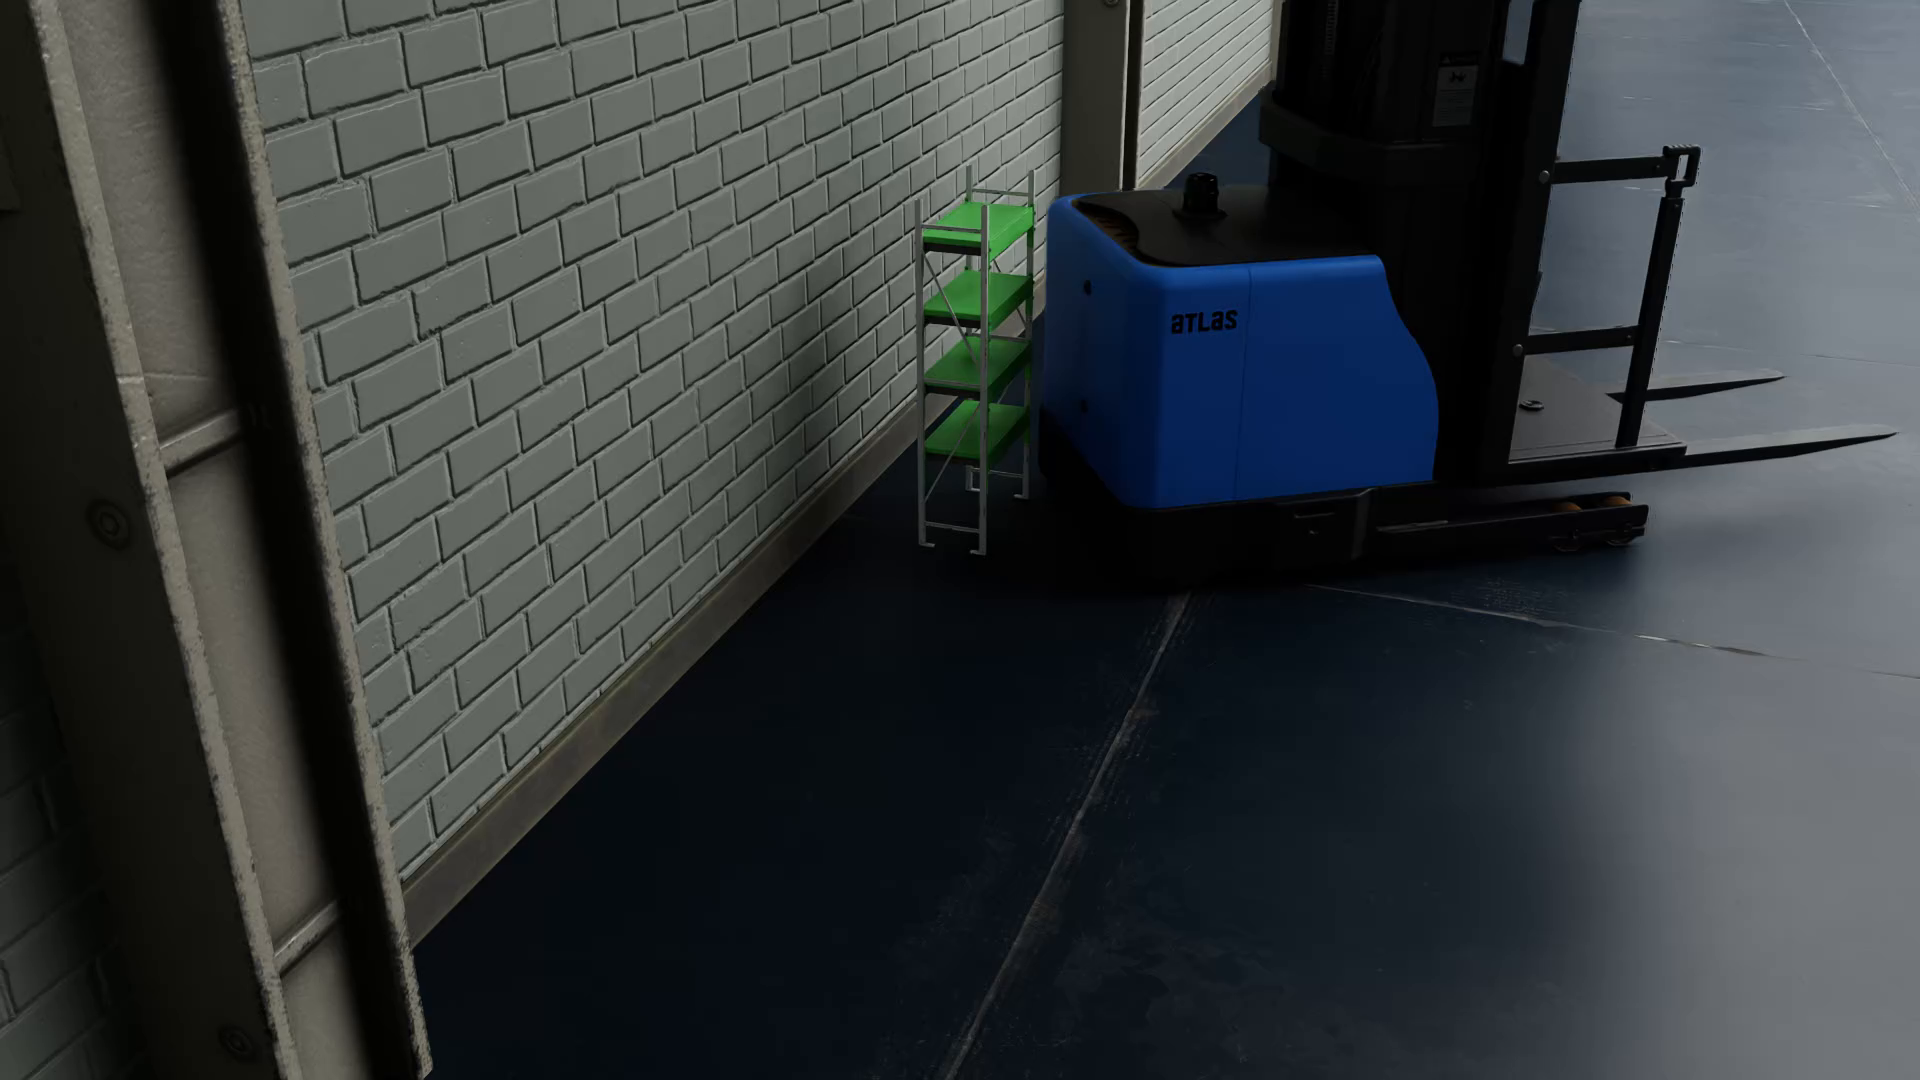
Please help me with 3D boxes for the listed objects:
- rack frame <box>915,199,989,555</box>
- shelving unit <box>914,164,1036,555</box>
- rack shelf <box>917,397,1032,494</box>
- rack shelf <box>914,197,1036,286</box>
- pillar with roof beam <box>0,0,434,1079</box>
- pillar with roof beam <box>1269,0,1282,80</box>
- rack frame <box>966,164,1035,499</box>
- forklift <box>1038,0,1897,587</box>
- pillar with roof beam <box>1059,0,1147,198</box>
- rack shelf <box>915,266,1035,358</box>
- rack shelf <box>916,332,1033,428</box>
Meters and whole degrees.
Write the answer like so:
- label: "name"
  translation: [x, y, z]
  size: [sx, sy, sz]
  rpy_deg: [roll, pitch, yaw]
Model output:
- label: "rack frame"
  translation: [-0.026, -0.508, 5.422]
  size: [0.240, 1.200, 0.015]
  rpy_deg: [9, 27, 17]
- label: "shelving unit"
  translation: [0.055, -0.608, 5.629]
  size: [0.258, 1.200, 0.503]
  rpy_deg: [9, 27, 17]
- label: "rack shelf"
  translation: [0.055, -0.335, 5.761]
  size: [0.258, 0.148, 0.480]
  rpy_deg: [9, 27, 17]
- label: "rack shelf"
  translation: [0.055, -0.983, 5.448]
  size: [0.258, 0.148, 0.480]
  rpy_deg: [9, 27, 17]
- label: "pillar with roof beam"
  translation: [2.751, -2.268, 0.108]
  size: [9.100, 9.000, 0.400]
  rpy_deg: [9, 27, 17]
- label: "pillar with roof beam"
  translation: [6.744, -7.200, 10.293]
  size: [9.100, 9.000, 0.400]
  rpy_deg: [9, 27, 17]
- label: "rack frame"
  translation: [0.136, -0.708, 5.836]
  size: [0.240, 1.200, 0.015]
  rpy_deg: [9, 27, 17]
- label: "forklift"
  translation: [1.862, -1.496, 5.476]
  size: [3.031, 2.935, 1.130]
  rpy_deg: [-6, 26, -12]
- label: "pillar with roof beam"
  translation: [4.747, -4.734, 5.201]
  size: [9.100, 9.000, 0.400]
  rpy_deg: [9, 27, 17]
- label: "rack shelf"
  translation: [0.055, -0.767, 5.552]
  size: [0.258, 0.148, 0.480]
  rpy_deg: [9, 27, 17]
- label: "rack shelf"
  translation: [0.055, -0.551, 5.657]
  size: [0.258, 0.148, 0.480]
  rpy_deg: [9, 27, 17]
